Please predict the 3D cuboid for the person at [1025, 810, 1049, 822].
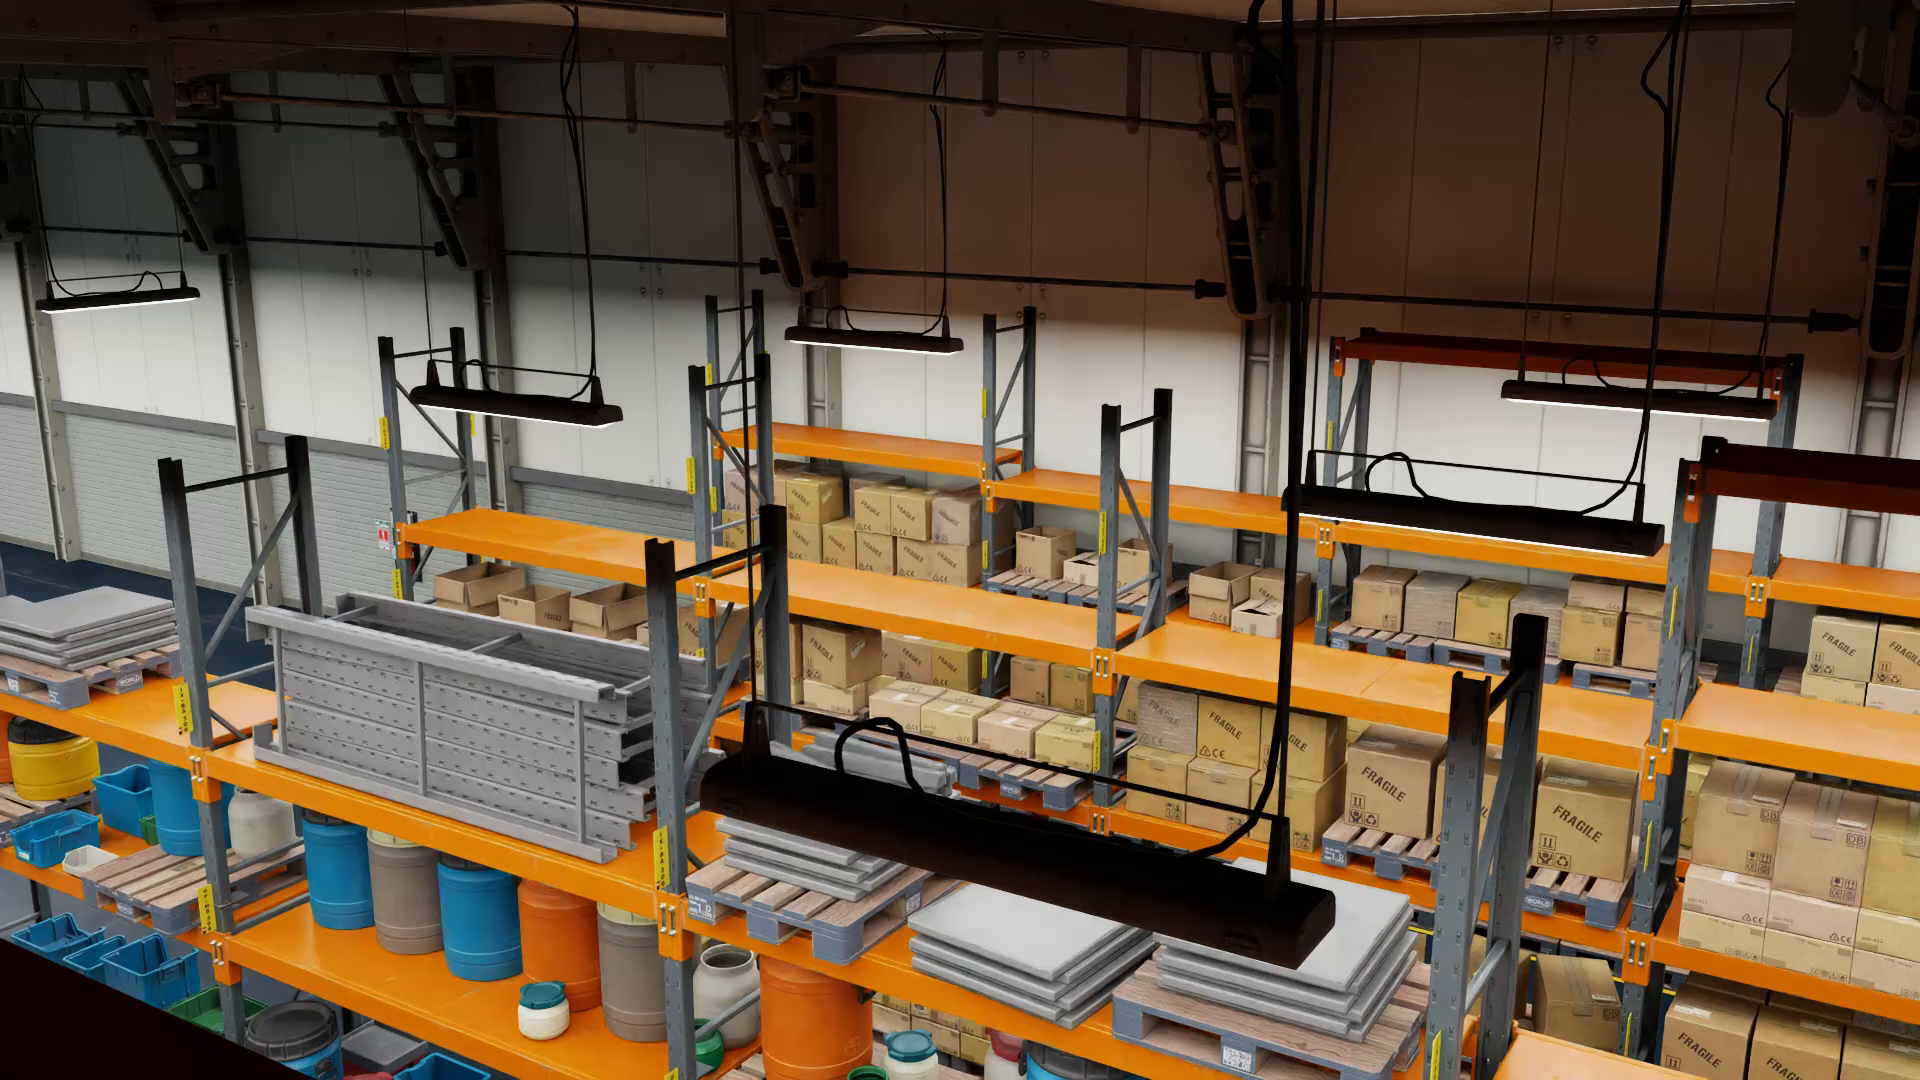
[{"bbox_3d":[0.706,3.311,16.447,0.503,1.655,0.499,8,16,29],"label":"person"}]
